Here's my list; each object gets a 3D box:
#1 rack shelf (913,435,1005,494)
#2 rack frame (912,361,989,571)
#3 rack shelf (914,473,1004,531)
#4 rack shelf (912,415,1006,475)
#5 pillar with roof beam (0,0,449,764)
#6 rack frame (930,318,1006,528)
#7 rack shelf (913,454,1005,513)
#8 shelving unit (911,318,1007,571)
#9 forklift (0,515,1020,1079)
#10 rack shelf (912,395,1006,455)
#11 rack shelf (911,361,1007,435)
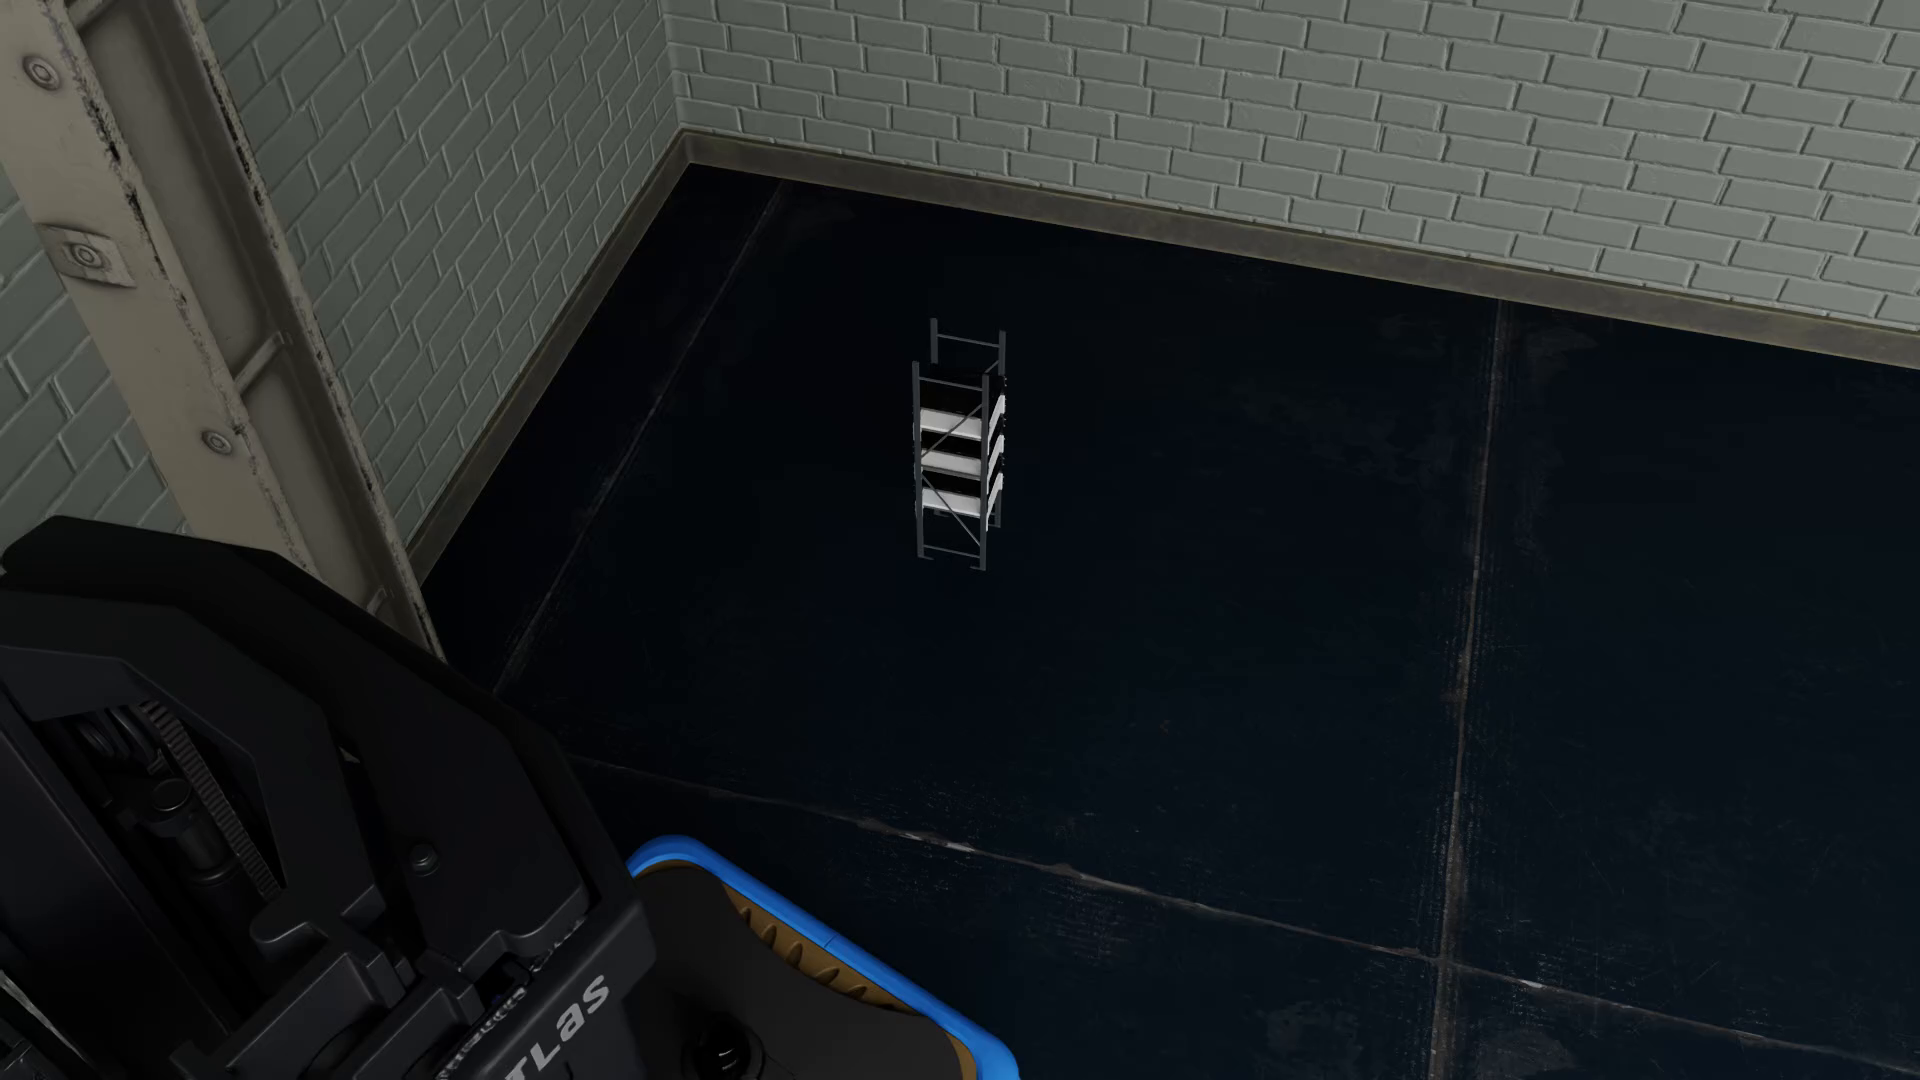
[{"bbox_3d":[-0.002,-0.270,5.432,0.258,0.077,0.200,12,50,10],"label":"rack shelf"},{"bbox_3d":[-0.029,-0.218,5.343,0.240,0.900,0.006,12,50,10],"label":"rack frame"},{"bbox_3d":[-0.002,-0.151,5.567,0.258,0.077,0.200,12,50,10],"label":"rack shelf"},{"bbox_3d":[-0.002,-0.329,5.365,0.258,0.077,0.200,12,50,10],"label":"rack shelf"},{"bbox_3d":[2.315,-1.588,1.149,9.100,9.000,0.400,12,50,10],"label":"pillar with roof beam"},{"bbox_3d":[0.025,-0.365,5.472,0.240,0.900,0.006,12,50,10],"label":"rack frame"},{"bbox_3d":[-0.002,-0.210,5.500,0.258,0.077,0.200,12,50,10],"label":"rack shelf"},{"bbox_3d":[-0.002,-0.292,5.407,0.258,0.900,0.210,12,50,10],"label":"shelving unit"},{"bbox_3d":[-1.120,1.494,2.477,1.130,2.935,3.031,28,54,22],"label":"forklift"},{"bbox_3d":[-0.002,-0.389,5.297,0.258,0.077,0.200,12,50,10],"label":"rack shelf"},{"bbox_3d":[-0.002,-0.449,5.230,0.258,0.077,0.200,12,50,10],"label":"rack shelf"}]
